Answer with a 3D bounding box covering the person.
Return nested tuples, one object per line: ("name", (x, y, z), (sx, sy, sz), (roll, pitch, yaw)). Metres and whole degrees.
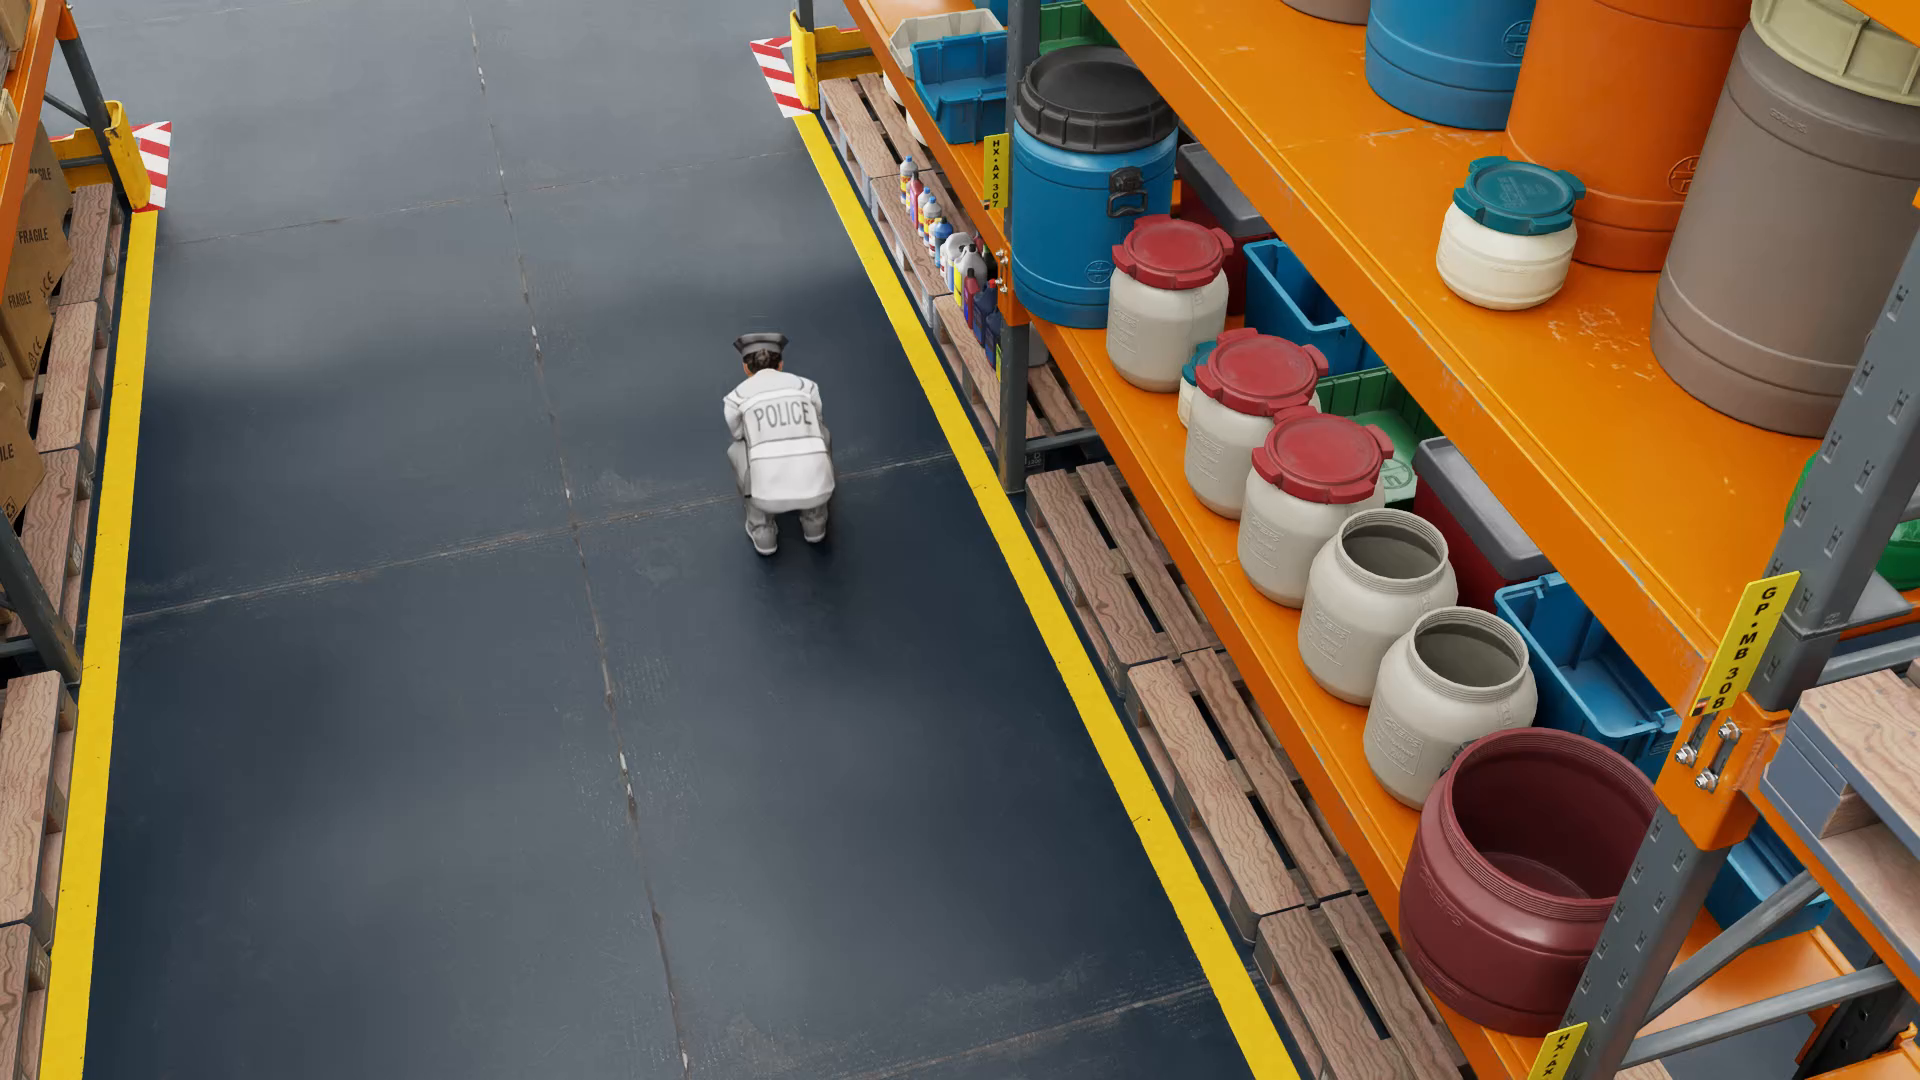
("person", (-0.791, -0.398, 7.304), (0.464, 0.841, 0.892), (-6, 43, -7))
